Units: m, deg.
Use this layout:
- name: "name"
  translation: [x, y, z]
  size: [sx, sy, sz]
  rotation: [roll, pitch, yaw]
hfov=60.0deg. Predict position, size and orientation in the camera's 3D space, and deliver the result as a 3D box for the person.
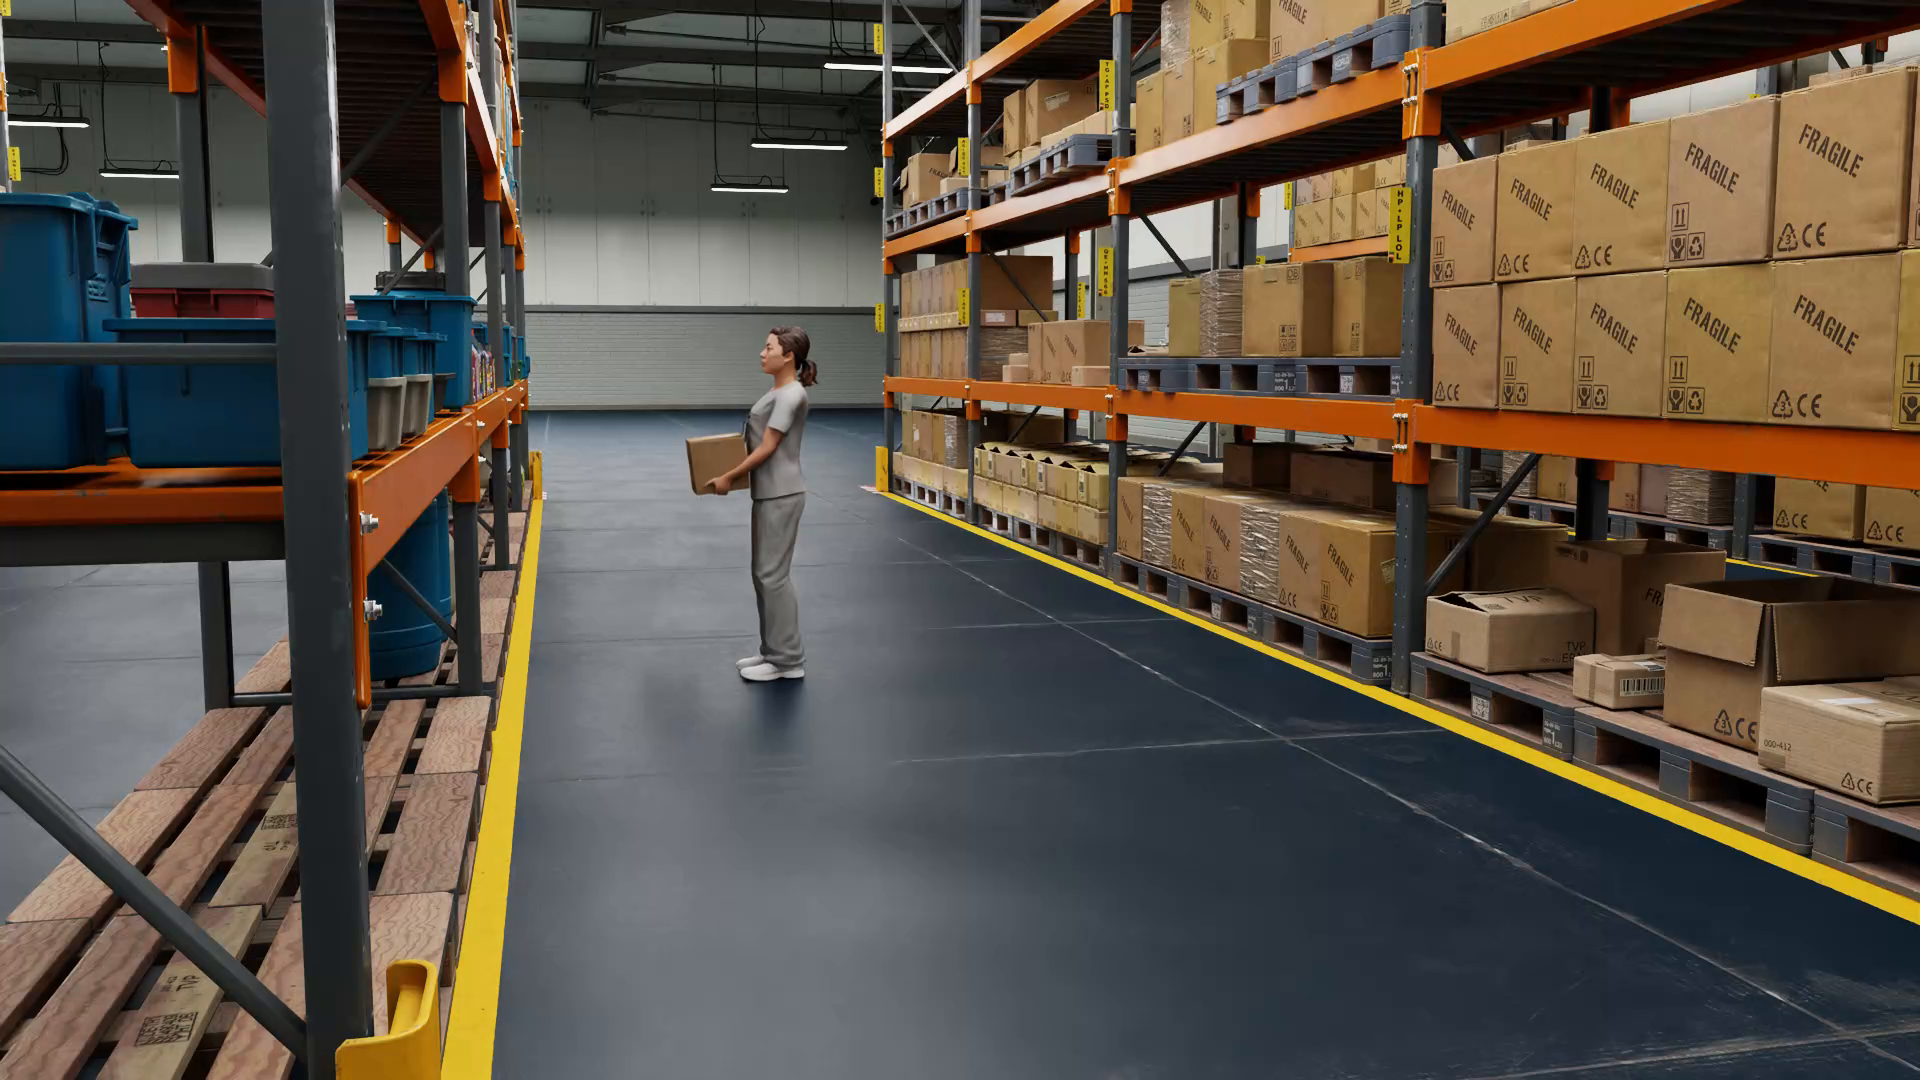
- name: "person"
  translation: [-0.938, -0.178, 7.847]
  size: [0.560, 1.663, 0.436]
  rotation: [-1, 6, -13]
